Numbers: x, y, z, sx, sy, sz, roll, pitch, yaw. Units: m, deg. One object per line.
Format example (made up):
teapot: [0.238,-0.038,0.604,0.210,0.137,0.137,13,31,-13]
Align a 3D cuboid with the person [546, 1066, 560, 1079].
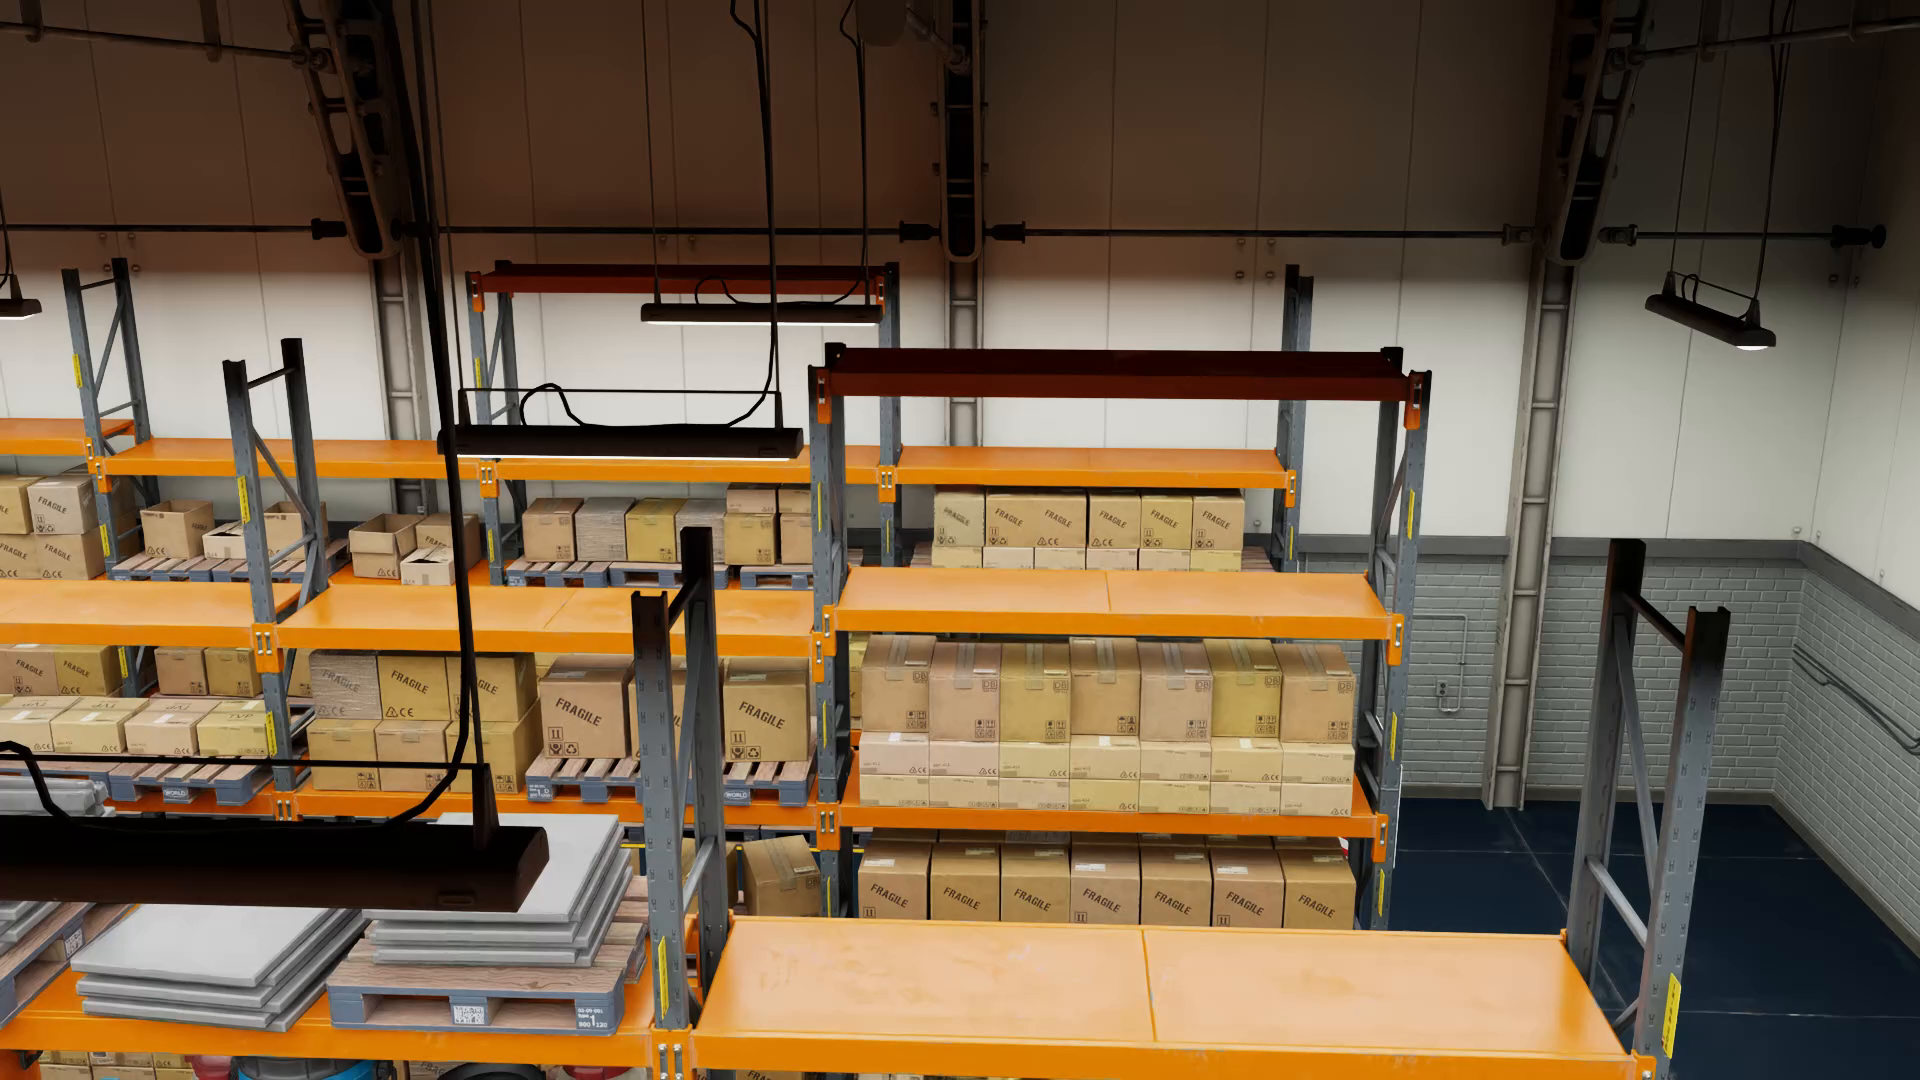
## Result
person: [-2.666,4.241,11.021,0.528,1.669,0.500,4,17,12]
